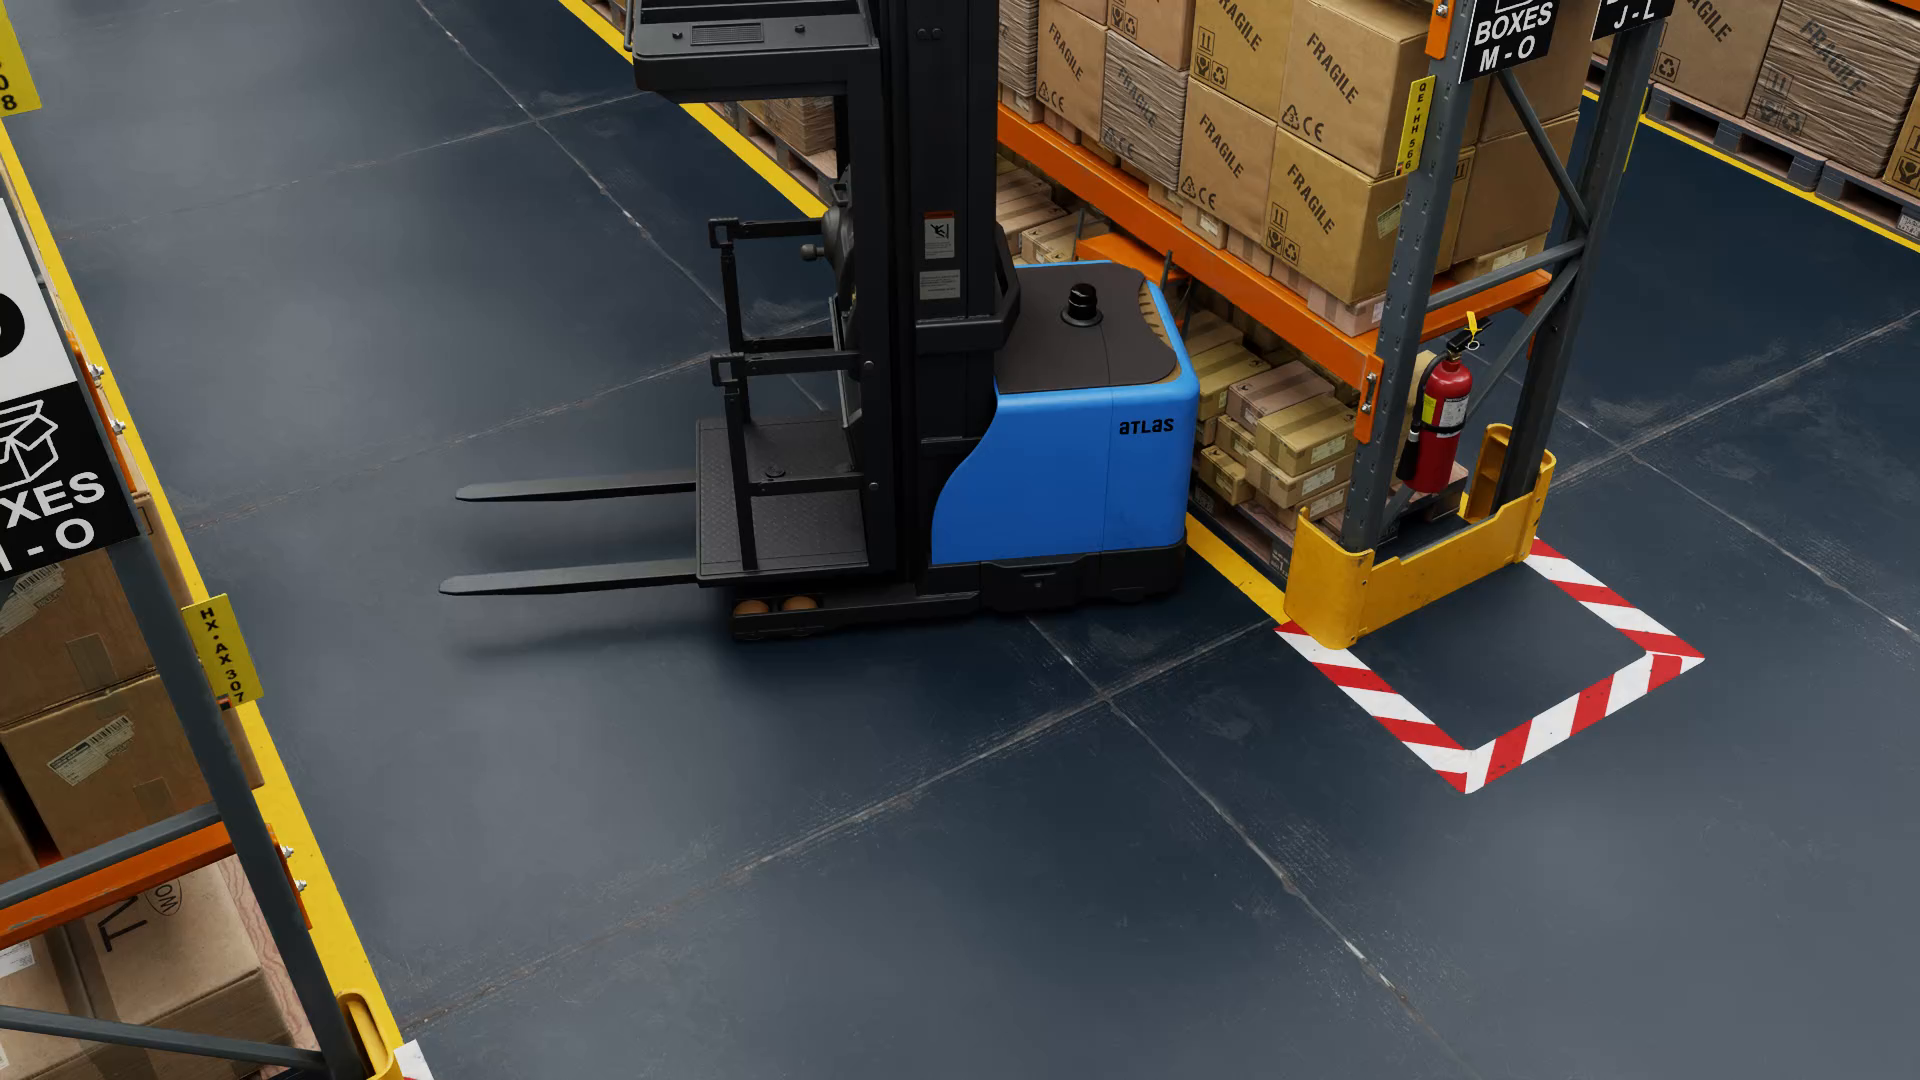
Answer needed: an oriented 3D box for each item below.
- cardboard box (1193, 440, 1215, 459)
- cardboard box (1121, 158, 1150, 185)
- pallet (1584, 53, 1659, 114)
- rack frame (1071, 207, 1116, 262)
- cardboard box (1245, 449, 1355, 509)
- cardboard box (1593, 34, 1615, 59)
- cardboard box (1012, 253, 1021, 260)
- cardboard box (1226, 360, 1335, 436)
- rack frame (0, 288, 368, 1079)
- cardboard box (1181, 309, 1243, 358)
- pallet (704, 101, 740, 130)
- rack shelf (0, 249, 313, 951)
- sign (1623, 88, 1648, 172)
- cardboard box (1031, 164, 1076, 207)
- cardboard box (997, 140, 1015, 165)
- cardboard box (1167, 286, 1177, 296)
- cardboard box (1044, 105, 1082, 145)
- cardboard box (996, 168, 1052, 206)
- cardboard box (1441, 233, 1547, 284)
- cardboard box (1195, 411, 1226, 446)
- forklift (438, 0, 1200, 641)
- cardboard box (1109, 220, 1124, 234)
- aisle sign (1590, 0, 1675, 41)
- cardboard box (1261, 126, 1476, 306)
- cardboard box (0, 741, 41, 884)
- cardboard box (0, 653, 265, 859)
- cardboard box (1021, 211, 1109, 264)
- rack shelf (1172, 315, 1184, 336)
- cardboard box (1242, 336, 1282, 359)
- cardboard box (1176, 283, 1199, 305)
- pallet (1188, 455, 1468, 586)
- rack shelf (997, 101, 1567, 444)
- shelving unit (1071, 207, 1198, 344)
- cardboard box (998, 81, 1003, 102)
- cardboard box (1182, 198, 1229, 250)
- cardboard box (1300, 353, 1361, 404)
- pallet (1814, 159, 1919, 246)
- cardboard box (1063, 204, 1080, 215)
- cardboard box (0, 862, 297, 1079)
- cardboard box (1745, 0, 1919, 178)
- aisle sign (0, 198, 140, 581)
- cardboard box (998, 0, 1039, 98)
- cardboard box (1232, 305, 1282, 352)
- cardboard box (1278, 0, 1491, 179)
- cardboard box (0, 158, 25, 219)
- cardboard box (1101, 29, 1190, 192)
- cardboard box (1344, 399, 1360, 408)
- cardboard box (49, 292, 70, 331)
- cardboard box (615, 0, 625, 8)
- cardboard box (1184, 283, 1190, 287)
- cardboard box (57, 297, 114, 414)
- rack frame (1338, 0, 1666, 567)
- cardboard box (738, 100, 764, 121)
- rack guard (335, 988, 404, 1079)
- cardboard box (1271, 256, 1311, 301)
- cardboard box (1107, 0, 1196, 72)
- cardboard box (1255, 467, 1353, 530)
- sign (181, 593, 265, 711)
[{"bbox_3d":[1.191,-0.499,7.404,0.380,0.149,0.250,-22,45,-25],"label":"cardboard box"},{"bbox_3d":[0.911,-1.652,7.085,0.380,0.149,0.250,-24,45,-26],"label":"cardboard box"},{"bbox_3d":[4.371,-3.247,10.982,1.003,0.211,1.213,-22,45,-24],"label":"pallet"},{"bbox_3d":[0.524,-0.933,7.407,0.240,1.200,0.015,-22,44,-39],"label":"rack frame"},{"bbox_3d":[1.418,-0.311,6.947,0.380,0.149,0.250,-23,45,-25],"label":"cardboard box"},{"bbox_3d":[4.316,-3.717,10.699,0.875,0.875,0.875,-22,45,-24],"label":"cardboard box"},{"bbox_3d":[0.361,-1.450,8.313,0.380,0.149,0.250,-20,44,-22],"label":"cardboard box"},{"bbox_3d":[1.358,-0.593,7.052,0.380,0.149,0.250,-21,44,-24],"label":"cardboard box"},{"bbox_3d":[-2.176,0.814,3.930,1.000,3.000,0.127,-22,45,-24],"label":"rack frame"},{"bbox_3d":[1.026,-0.850,7.362,0.380,0.149,0.250,-24,45,-26],"label":"cardboard box"},{"bbox_3d":[-1.288,-3.111,10.818,1.003,0.211,1.213,-22,45,-24],"label":"pallet"},{"bbox_3d":[-3.252,0.011,5.455,1.077,0.370,4.000,-22,45,-24],"label":"rack shelf"},{"bbox_3d":[2.400,-1.464,5.987,0.100,0.325,0.005,-22,45,-24],"label":"sign"},{"bbox_3d":[0.587,-1.872,8.588,0.380,0.149,0.250,-21,44,-23],"label":"cardboard box"},{"bbox_3d":[0.374,-2.171,8.947,0.380,0.149,0.250,-22,44,-24],"label":"cardboard box"},{"bbox_3d":[0.786,-1.157,7.729,0.380,0.149,0.250,-24,45,-26],"label":"cardboard box"},{"bbox_3d":[0.601,-1.918,7.405,0.380,0.149,0.250,-21,44,-23],"label":"cardboard box"},{"bbox_3d":[0.238,-1.719,8.404,0.380,0.149,0.250,-23,45,-25],"label":"cardboard box"},{"bbox_3d":[2.045,-1.135,6.466,0.380,0.149,0.250,-23,45,-25],"label":"cardboard box"},{"bbox_3d":[1.138,-0.591,7.283,0.380,0.149,0.250,-24,45,-26],"label":"cardboard box"},{"bbox_3d":[-0.625,-1.077,6.253,3.031,2.935,1.130,-5,40,-5],"label":"forklift"},{"bbox_3d":[0.966,-1.617,8.281,0.380,0.149,0.250,-24,45,-26],"label":"cardboard box"},{"bbox_3d":[2.235,-2.007,5.284,0.394,0.787,0.004,-22,45,-24],"label":"aisle sign"},{"bbox_3d":[1.484,-1.251,6.097,0.500,0.500,0.500,-21,44,-24],"label":"cardboard box"},{"bbox_3d":[-2.659,0.607,4.101,0.500,0.500,0.500,-22,45,-24],"label":"cardboard box"},{"bbox_3d":[-2.192,0.418,4.327,0.500,0.500,0.500,-23,45,-25],"label":"cardboard box"},{"bbox_3d":[0.522,-1.435,8.063,0.380,0.149,0.250,-24,45,-26],"label":"cardboard box"},{"bbox_3d":[0.710,-0.949,7.186,0.258,0.148,0.480,-22,44,-39],"label":"rack shelf"},{"bbox_3d":[1.525,-0.940,7.702,0.380,0.149,0.250,-21,44,-23],"label":"cardboard box"},{"bbox_3d":[1.122,-1.183,7.993,0.380,0.149,0.250,-20,44,-22],"label":"cardboard box"},{"bbox_3d":[1.495,-0.365,7.523,1.003,0.211,1.213,-22,45,-24],"label":"pallet"},{"bbox_3d":[0.867,-1.747,7.566,1.077,0.370,4.000,-22,45,-24],"label":"rack shelf"},{"bbox_3d":[0.691,-0.819,7.270,0.258,1.200,0.503,-22,44,-39],"label":"shelving unit"},{"bbox_3d":[0.279,-2.194,7.736,0.380,0.149,0.250,-21,44,-24],"label":"cardboard box"},{"bbox_3d":[1.123,-1.333,6.703,0.380,0.149,0.250,-21,44,-23],"label":"cardboard box"},{"bbox_3d":[1.698,-0.746,7.236,0.380,0.149,0.250,-21,44,-24],"label":"cardboard box"},{"bbox_3d":[5.683,-1.930,9.402,1.003,0.211,1.213,-22,45,-24],"label":"pallet"},{"bbox_3d":[0.750,-1.643,8.545,0.380,0.149,0.250,-21,44,-23],"label":"cardboard box"},{"bbox_3d":[-2.616,1.315,5.002,0.875,0.438,0.875,-24,45,-26],"label":"cardboard box"},{"bbox_3d":[5.278,-2.751,9.540,0.875,0.875,0.875,-22,45,-24],"label":"cardboard box"},{"bbox_3d":[-1.893,-0.245,3.171,0.394,0.787,0.004,-22,45,-24],"label":"aisle sign"},{"bbox_3d":[0.358,-2.353,7.420,0.500,0.500,0.500,-23,45,-25],"label":"cardboard box"},{"bbox_3d":[1.467,-1.031,7.579,0.380,0.149,0.250,-24,46,-26],"label":"cardboard box"},{"bbox_3d":[1.487,-1.642,5.786,0.500,0.500,0.500,-23,45,-25],"label":"cardboard box"},{"bbox_3d":[-3.030,-0.786,4.991,0.500,0.500,0.500,-22,45,-24],"label":"cardboard box"},{"bbox_3d":[0.931,-1.801,6.758,0.500,0.500,0.500,-22,45,-24],"label":"cardboard box"},{"bbox_3d":[1.778,-0.663,7.369,0.380,0.149,0.250,-22,45,-25],"label":"cardboard box"},{"bbox_3d":[-2.378,-0.441,4.070,0.380,0.149,0.250,-21,44,-23],"label":"cardboard box"},{"bbox_3d":[-2.193,-3.994,11.324,0.500,0.500,0.500,-24,45,-26],"label":"cardboard box"},{"bbox_3d":[1.223,-1.342,7.952,0.380,0.149,0.250,-22,44,-24],"label":"cardboard box"},{"bbox_3d":[-2.478,-0.242,4.338,0.500,0.500,0.500,-23,45,-26],"label":"cardboard box"},{"bbox_3d":[1.943,-0.944,6.040,1.000,3.000,0.127,-22,45,-24],"label":"rack frame"},{"bbox_3d":[-1.094,-2.894,10.004,0.500,0.500,0.500,-23,45,-25],"label":"cardboard box"},{"bbox_3d":[-2.163,1.788,4.714,1.175,0.500,0.348,-22,45,-24],"label":"rack guard"},{"bbox_3d":[1.427,-1.073,6.391,0.380,0.149,0.250,-22,45,-24],"label":"cardboard box"},{"bbox_3d":[0.927,-2.193,6.447,0.500,0.500,0.500,-20,44,-22],"label":"cardboard box"},{"bbox_3d":[1.484,-0.223,7.073,0.380,0.149,0.250,-21,44,-24],"label":"cardboard box"},{"bbox_3d":[-1.705,0.263,3.853,0.100,0.325,0.005,-22,45,-24],"label":"sign"}]
